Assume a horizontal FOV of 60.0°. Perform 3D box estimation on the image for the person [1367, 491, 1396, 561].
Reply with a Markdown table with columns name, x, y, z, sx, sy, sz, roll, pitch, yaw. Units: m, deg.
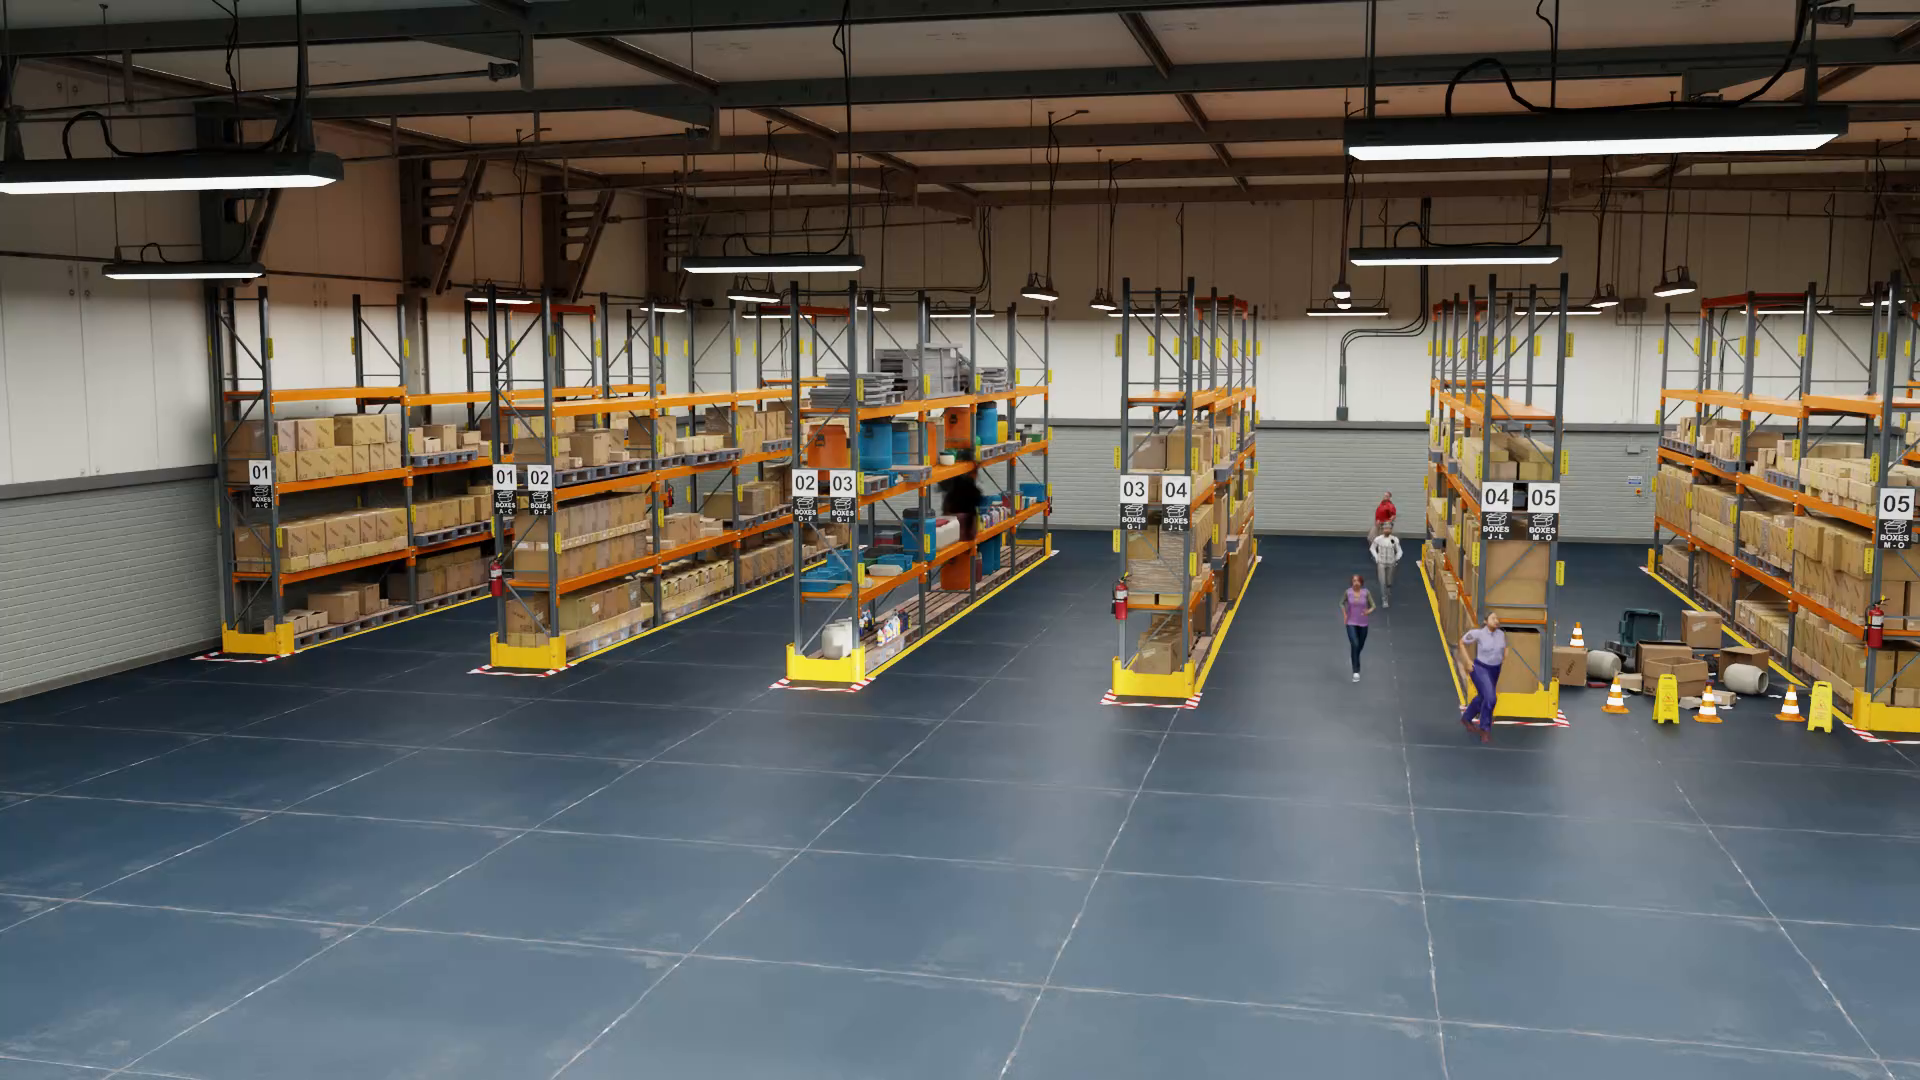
| name | x | y | z | sx | sy | sz | roll | pitch | yaw |
| --- | --- | --- | --- | --- | --- | --- | --- | --- | --- |
| person | 9.909 | -0.304 | 39.030 | 0.527 | 1.690 | 0.713 | -3 | 7 | -24 |

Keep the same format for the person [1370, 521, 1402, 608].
| name | x | y | z | sx | sy | sz | roll | pitch | yaw |
| --- | --- | --- | --- | --- | --- | --- | --- | --- | --- |
| person | 8.334 | 0.456 | 32.548 | 0.618 | 1.675 | 0.687 | 1 | 7 | 13 |

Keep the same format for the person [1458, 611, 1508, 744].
| name | x | y | z | sx | sy | sz | roll | pitch | yaw |
| --- | --- | --- | --- | --- | --- | --- | --- | --- | --- |
| person | 6.759 | 1.745 | 21.466 | 0.605 | 1.709 | 0.708 | -4 | 7 | -29 |

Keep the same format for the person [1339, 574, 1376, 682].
| name | x | y | z | sx | sy | sz | roll | pitch | yaw |
| --- | --- | --- | --- | --- | --- | --- | --- | --- | --- |
| person | 6.062 | 1.306 | 25.373 | 0.528 | 1.604 | 0.802 | 1 | 7 | 8 |
